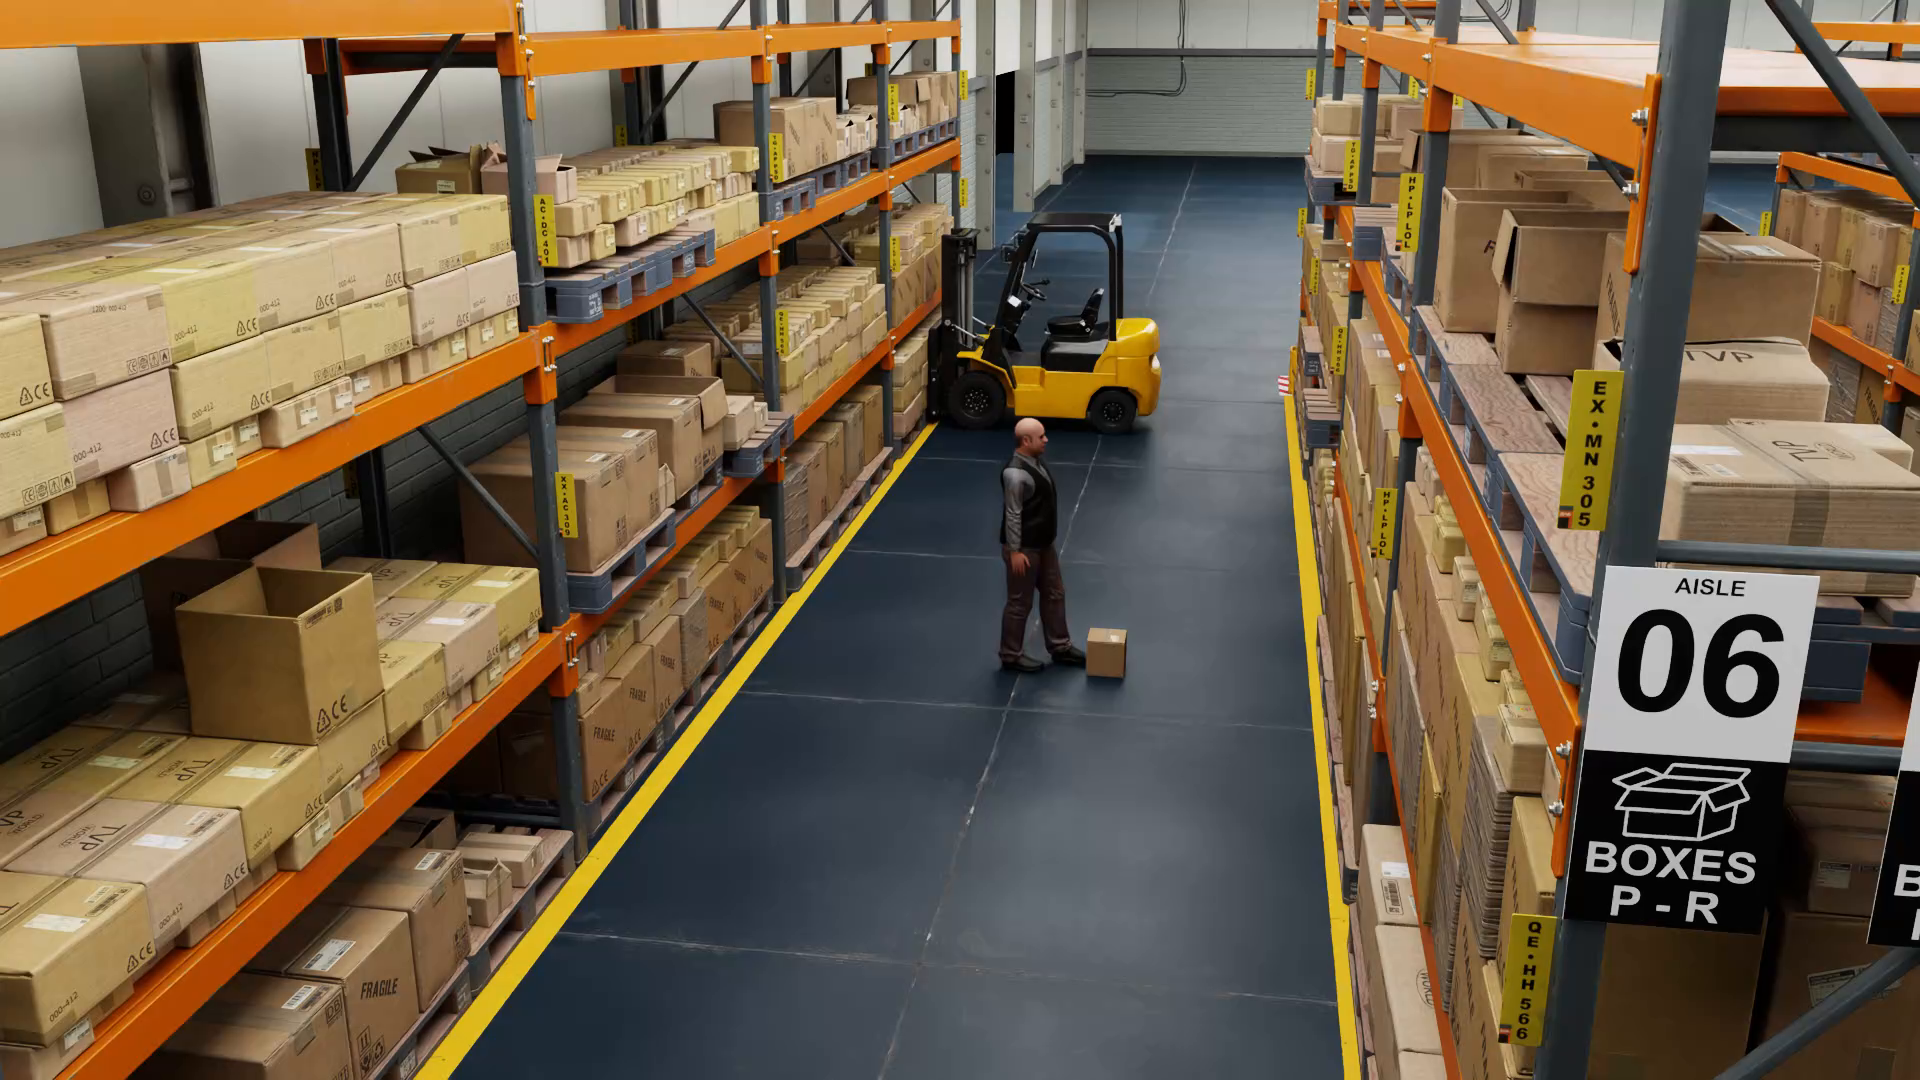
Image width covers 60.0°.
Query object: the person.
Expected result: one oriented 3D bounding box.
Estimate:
[{"bbox_3d":[0.565,0.044,10.929,0.623,1.720,0.559,6,19,17],"label":"person"}]
